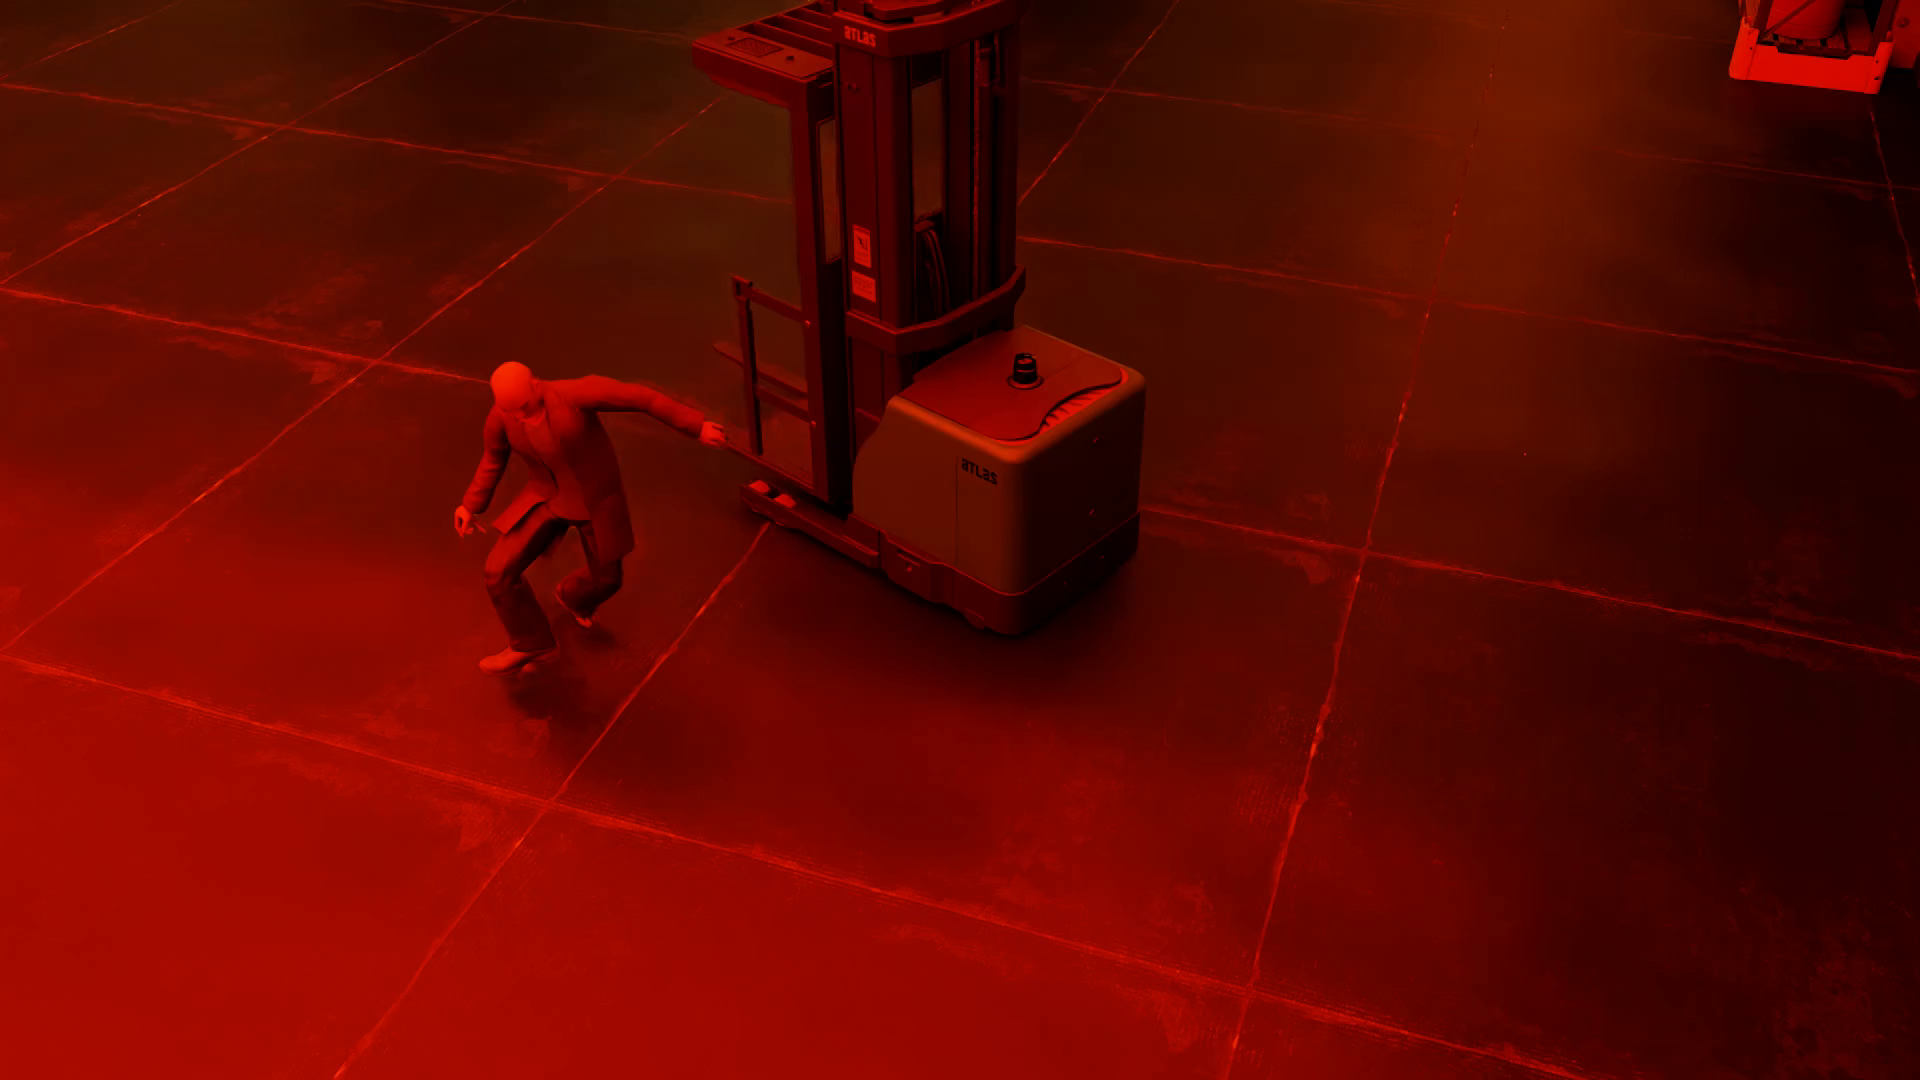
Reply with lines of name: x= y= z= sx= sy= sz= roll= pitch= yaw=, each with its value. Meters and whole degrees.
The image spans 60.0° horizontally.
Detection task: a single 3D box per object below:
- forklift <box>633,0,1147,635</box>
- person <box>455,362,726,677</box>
forklift: x=-0.530 y=-1.469 z=8.183 sx=3.031 sy=2.935 sz=1.130 roll=27 pitch=44 yaw=33
person: x=-1.668 y=-0.133 z=7.528 sx=1.255 sy=1.688 sz=0.689 roll=-1 pitch=35 yaw=-2
